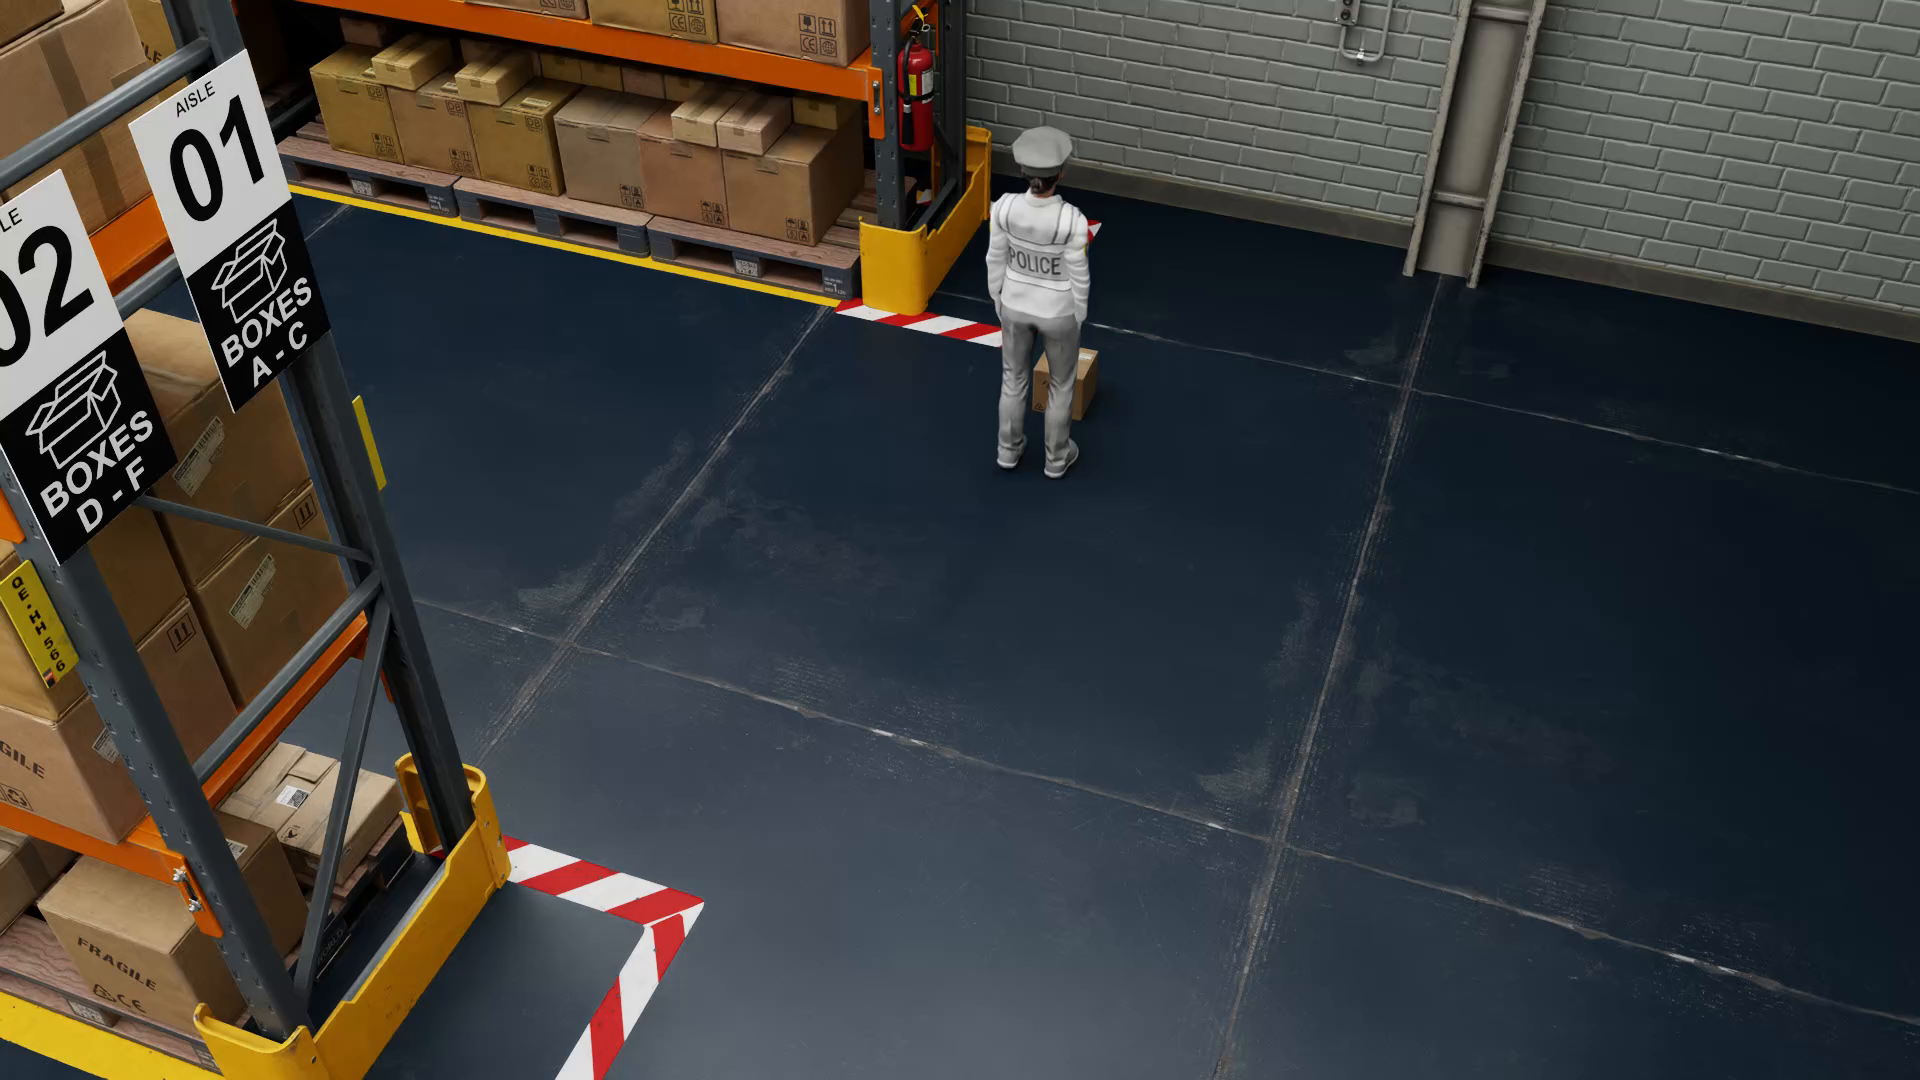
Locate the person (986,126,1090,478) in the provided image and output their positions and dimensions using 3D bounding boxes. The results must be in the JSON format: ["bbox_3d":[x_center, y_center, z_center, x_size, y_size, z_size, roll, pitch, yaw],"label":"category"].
[{"bbox_3d":[0.347,-1.014,7.305,0.468,1.684,0.328,15,44,16],"label":"person"}]
